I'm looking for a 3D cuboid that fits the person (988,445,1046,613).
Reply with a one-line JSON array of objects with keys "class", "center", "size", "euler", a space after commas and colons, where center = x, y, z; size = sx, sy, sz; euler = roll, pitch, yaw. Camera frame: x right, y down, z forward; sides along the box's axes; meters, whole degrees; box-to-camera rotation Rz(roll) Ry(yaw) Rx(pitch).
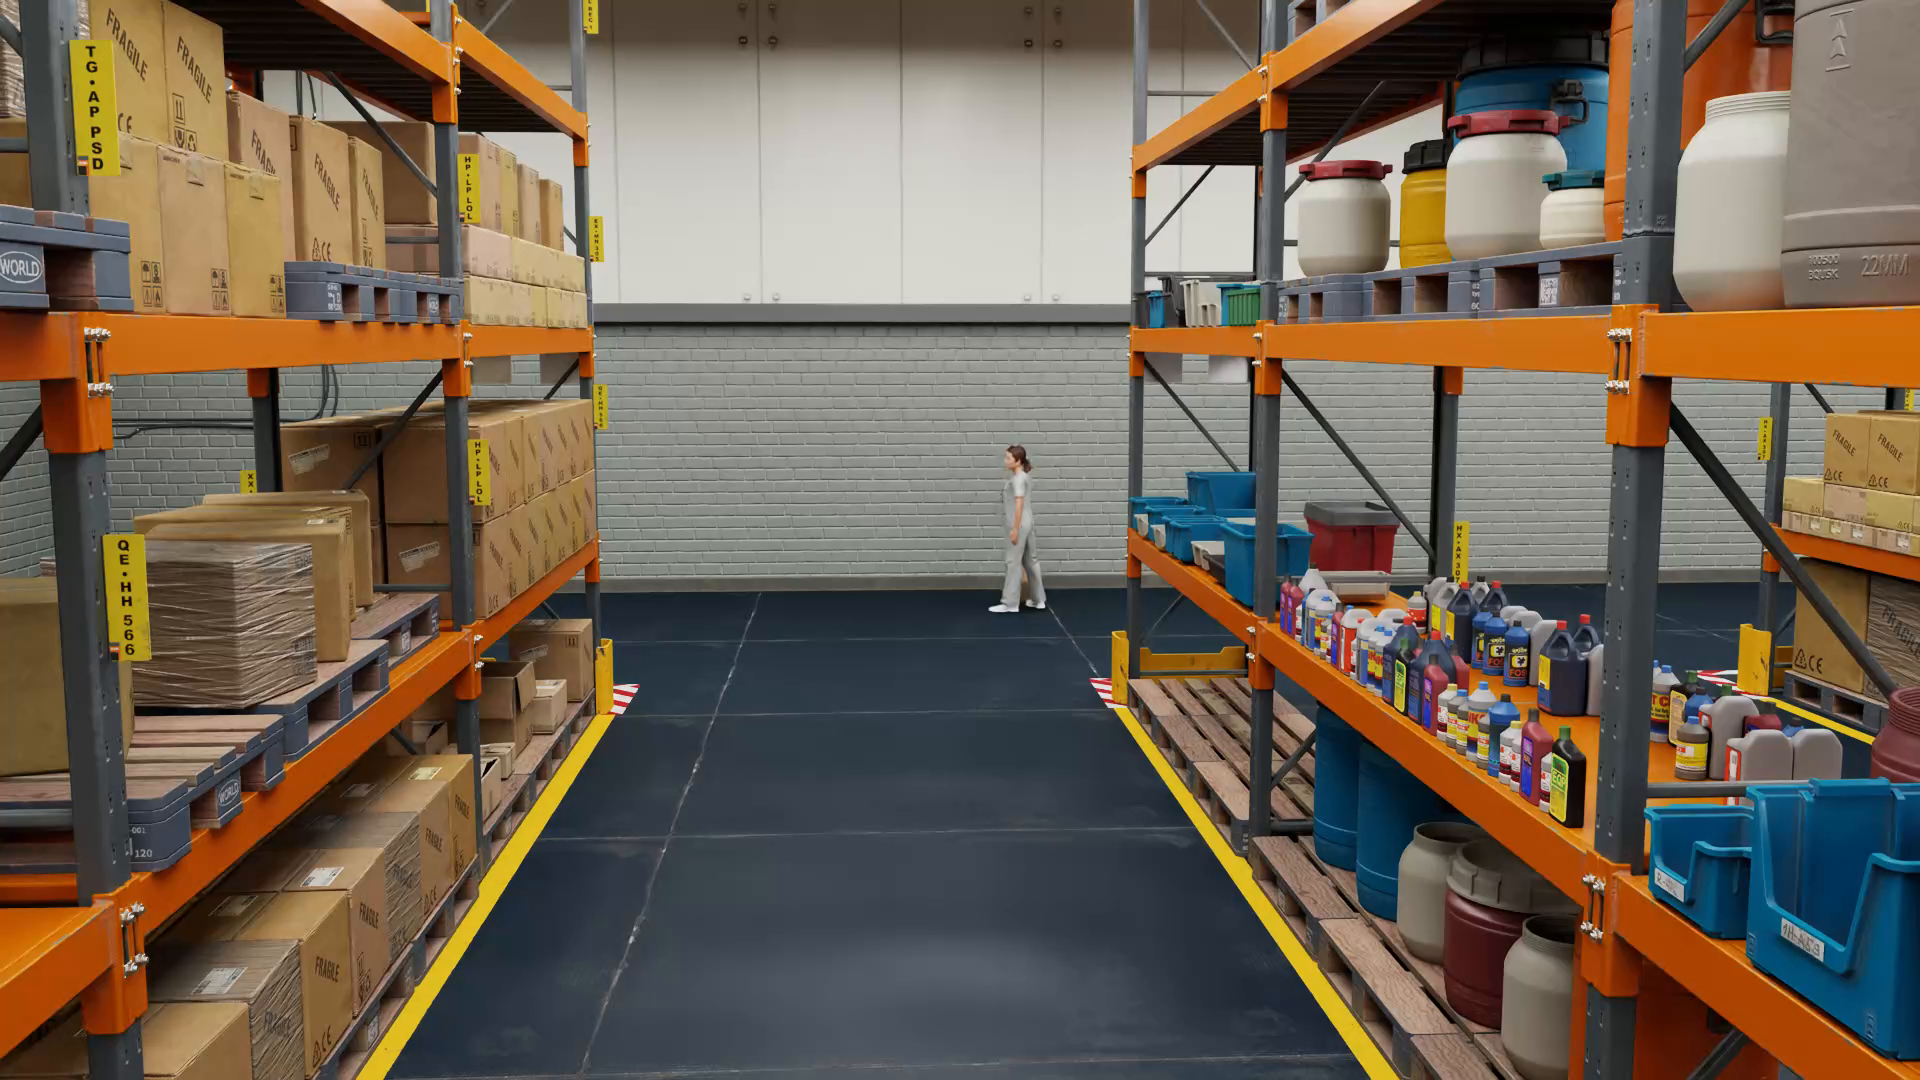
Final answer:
[{"class": "person", "center": [0.591, -0.115, 16.681], "size": [0.540, 1.675, 0.508], "euler": [2, 7, 13]}]
